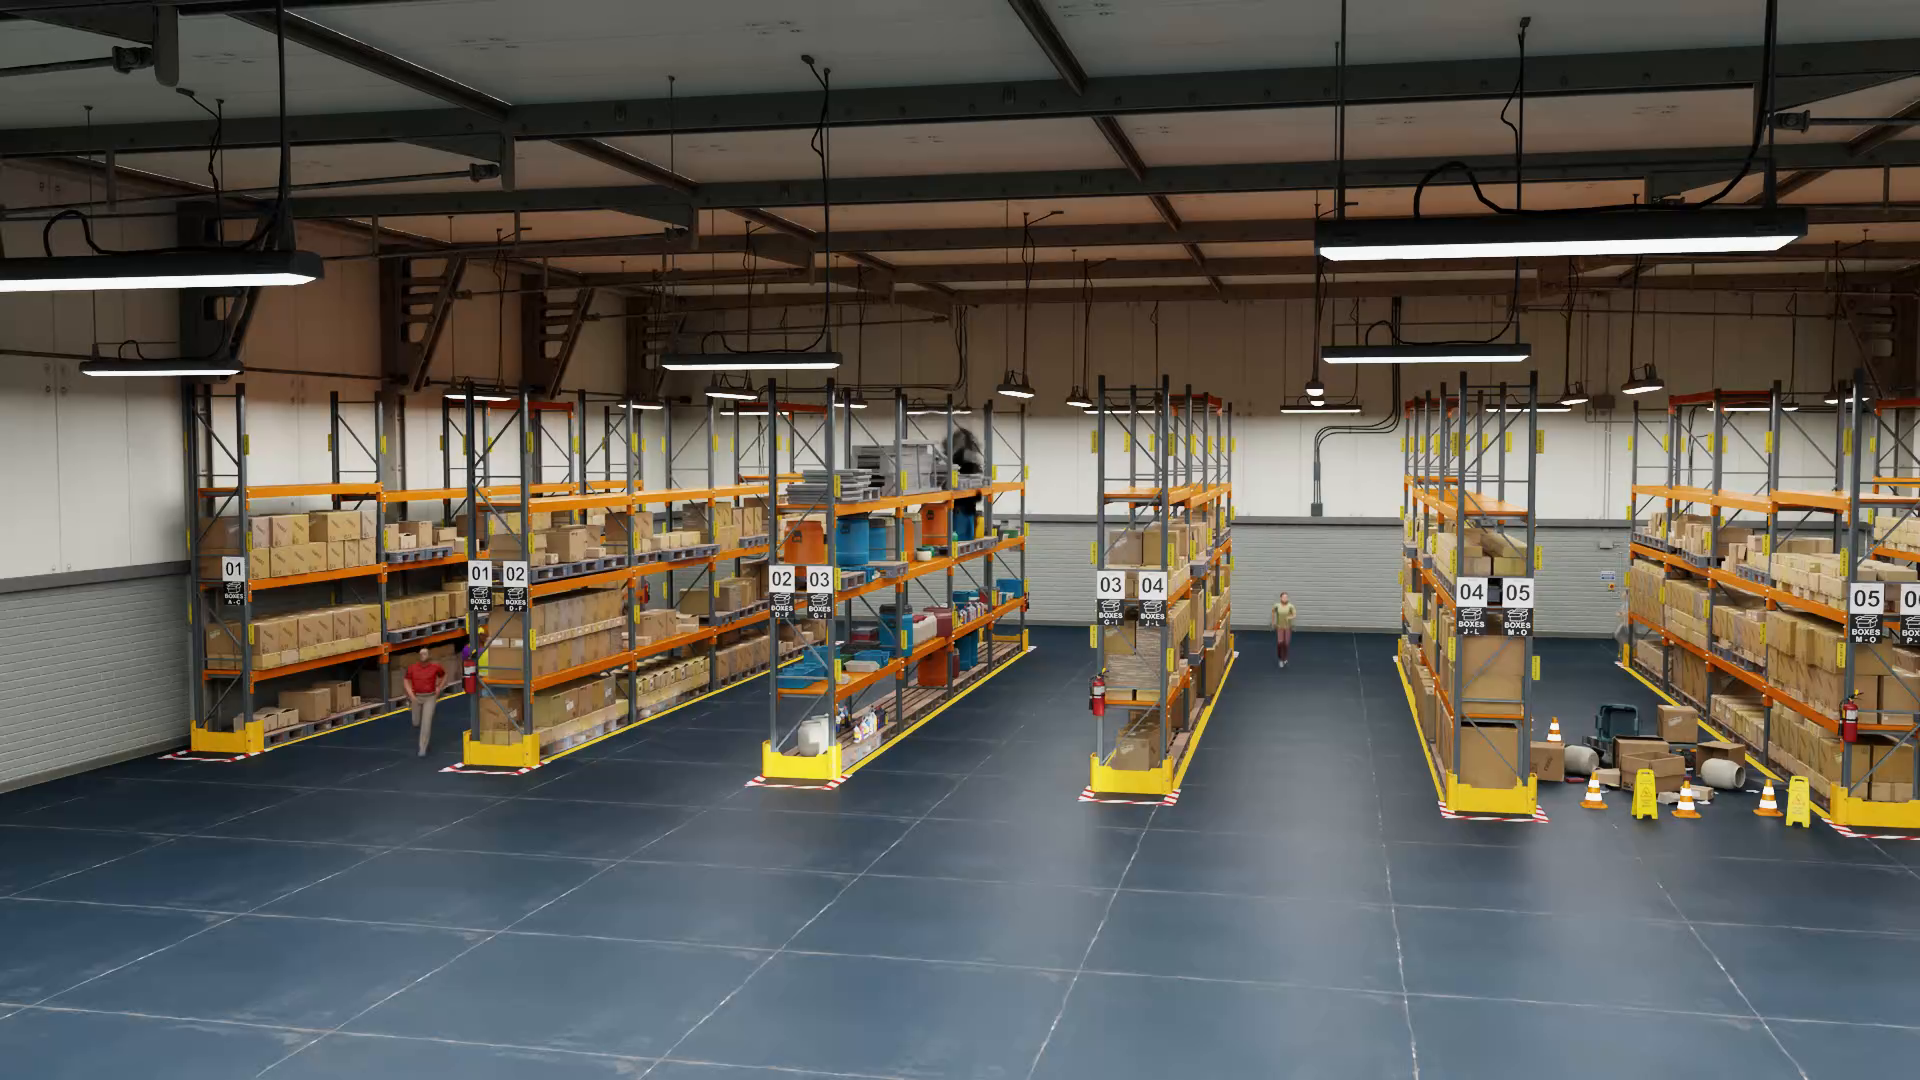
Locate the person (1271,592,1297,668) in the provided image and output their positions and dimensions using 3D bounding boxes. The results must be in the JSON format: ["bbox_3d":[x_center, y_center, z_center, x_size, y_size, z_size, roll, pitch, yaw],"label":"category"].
[{"bbox_3d":[7.310,2.025,37.515,0.543,1.712,0.802,0,3,6],"label":"person"}]

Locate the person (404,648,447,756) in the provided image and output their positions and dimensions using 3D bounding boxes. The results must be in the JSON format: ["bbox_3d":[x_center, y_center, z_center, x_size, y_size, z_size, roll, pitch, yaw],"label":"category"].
[{"bbox_3d":[-8.760,2.626,27.203,0.642,1.723,1.026,0,3,-1],"label":"person"}]

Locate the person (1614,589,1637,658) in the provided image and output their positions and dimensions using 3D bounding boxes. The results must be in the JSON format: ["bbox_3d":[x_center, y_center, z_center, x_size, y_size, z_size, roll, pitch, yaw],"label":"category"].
[{"bbox_3d":[15.585,1.964,38.681,0.676,1.661,0.630,1,3,15],"label":"person"}]

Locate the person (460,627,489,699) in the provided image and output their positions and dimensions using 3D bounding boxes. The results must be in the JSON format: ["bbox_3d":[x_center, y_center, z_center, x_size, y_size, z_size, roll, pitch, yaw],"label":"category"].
[{"bbox_3d":[-8.475,2.441,29.352,0.674,1.823,0.730,0,3,-3],"label":"person"}]

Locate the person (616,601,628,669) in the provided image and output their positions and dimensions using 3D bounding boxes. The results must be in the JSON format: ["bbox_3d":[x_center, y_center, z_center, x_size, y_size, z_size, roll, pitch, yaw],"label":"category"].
[{"bbox_3d":[-7.709,2.000,37.189,0.674,1.778,0.753,0,3,8],"label":"person"}]
